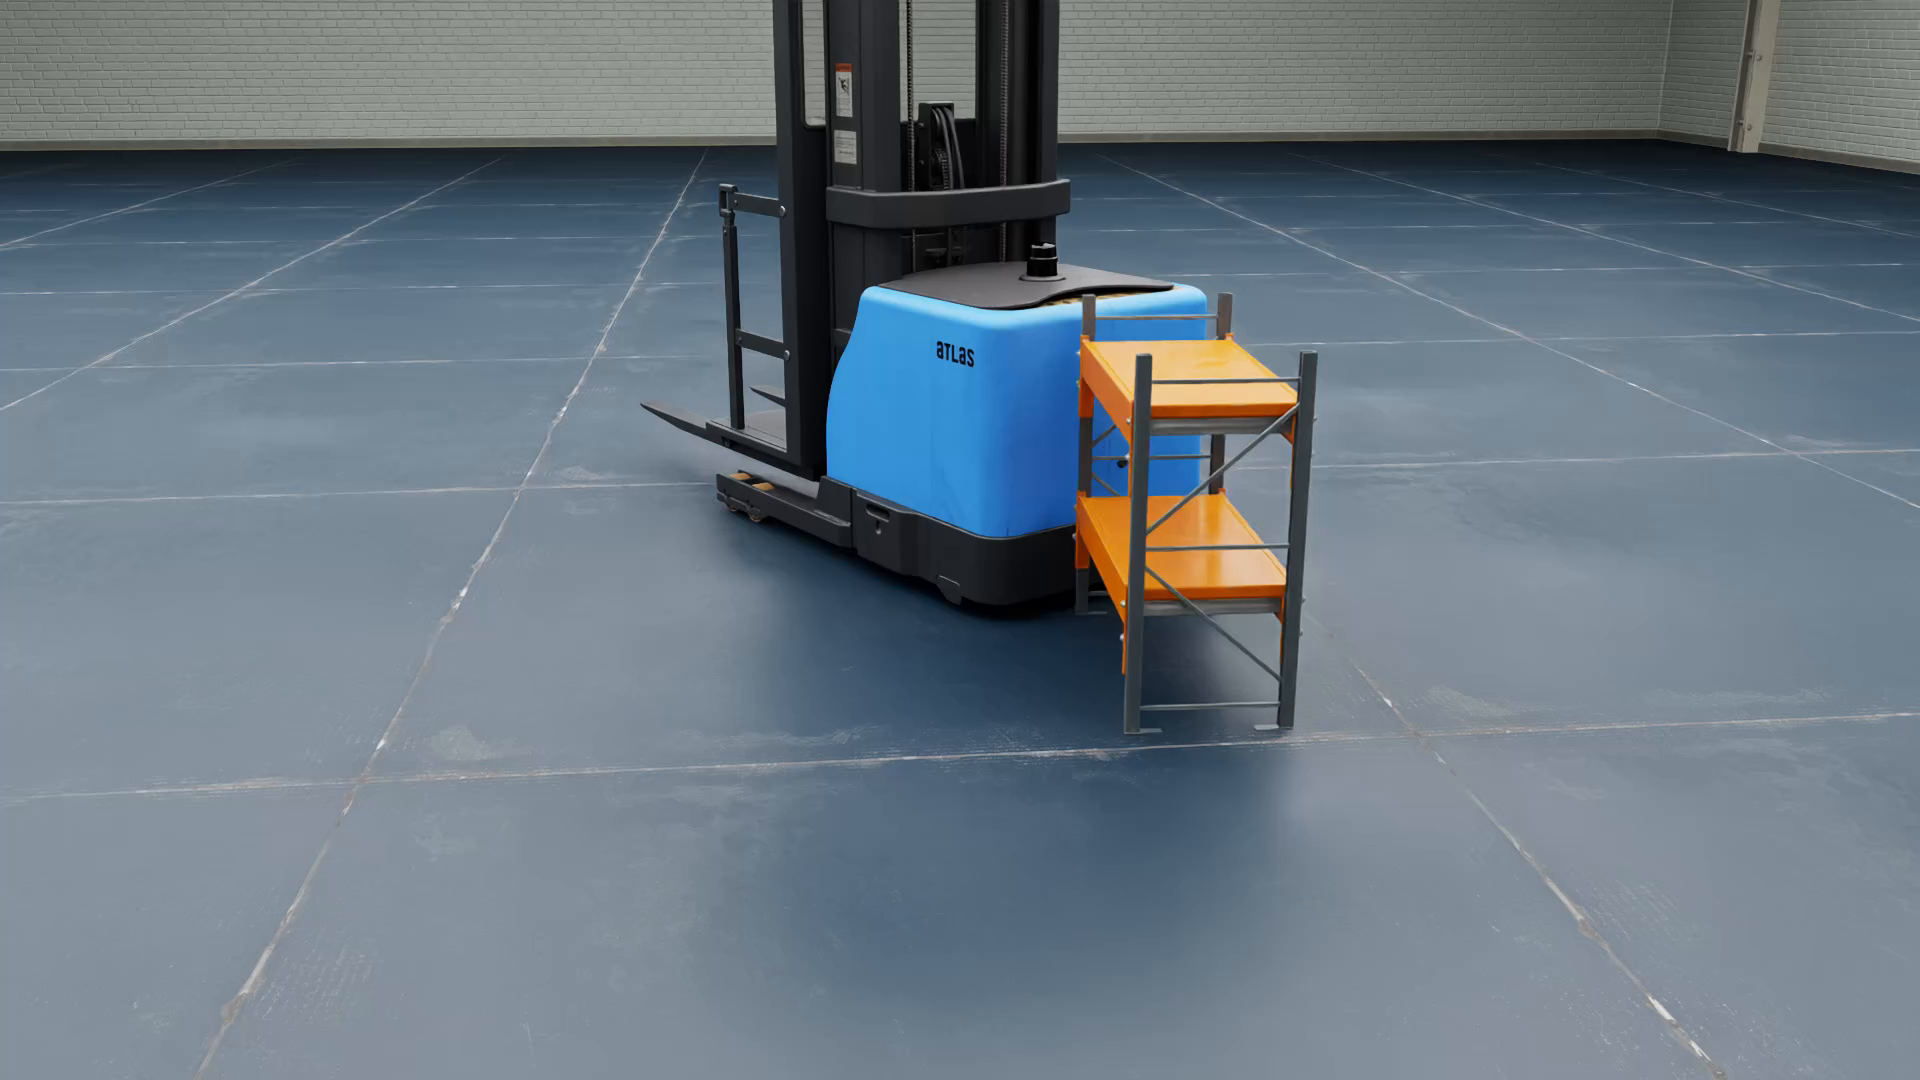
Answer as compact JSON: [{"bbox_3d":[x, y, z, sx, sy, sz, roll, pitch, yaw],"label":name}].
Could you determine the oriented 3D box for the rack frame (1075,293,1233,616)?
[{"bbox_3d":[0.655,-0.279,5.689,0.500,1.125,0.032,-1,17,-4],"label":"rack frame"}]

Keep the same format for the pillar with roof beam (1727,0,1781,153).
[{"bbox_3d":[8.005,-10.253,24.312,9.100,9.000,0.400,-2,18,-6],"label":"pillar with roof beam"}]

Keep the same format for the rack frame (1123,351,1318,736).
[{"bbox_3d":[0.730,0.024,4.721,0.500,1.125,0.032,-1,17,-4],"label":"rack frame"}]

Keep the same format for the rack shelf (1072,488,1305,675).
[{"bbox_3d":[0.693,0.106,5.278,0.538,0.278,1.000,-1,17,-4],"label":"rack shelf"}]

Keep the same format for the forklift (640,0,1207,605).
[{"bbox_3d":[-0.376,-1.549,6.717,1.130,2.935,3.031,-13,21,-35],"label":"forklift"}]

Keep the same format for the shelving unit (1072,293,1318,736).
[{"bbox_3d":[0.693,-0.127,5.205,0.538,1.125,1.048,-1,17,-4],"label":"shelving unit"}]

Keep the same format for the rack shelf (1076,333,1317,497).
[{"bbox_3d":[0.693,-0.407,5.117,0.538,0.278,1.000,-1,17,-4],"label":"rack shelf"}]
